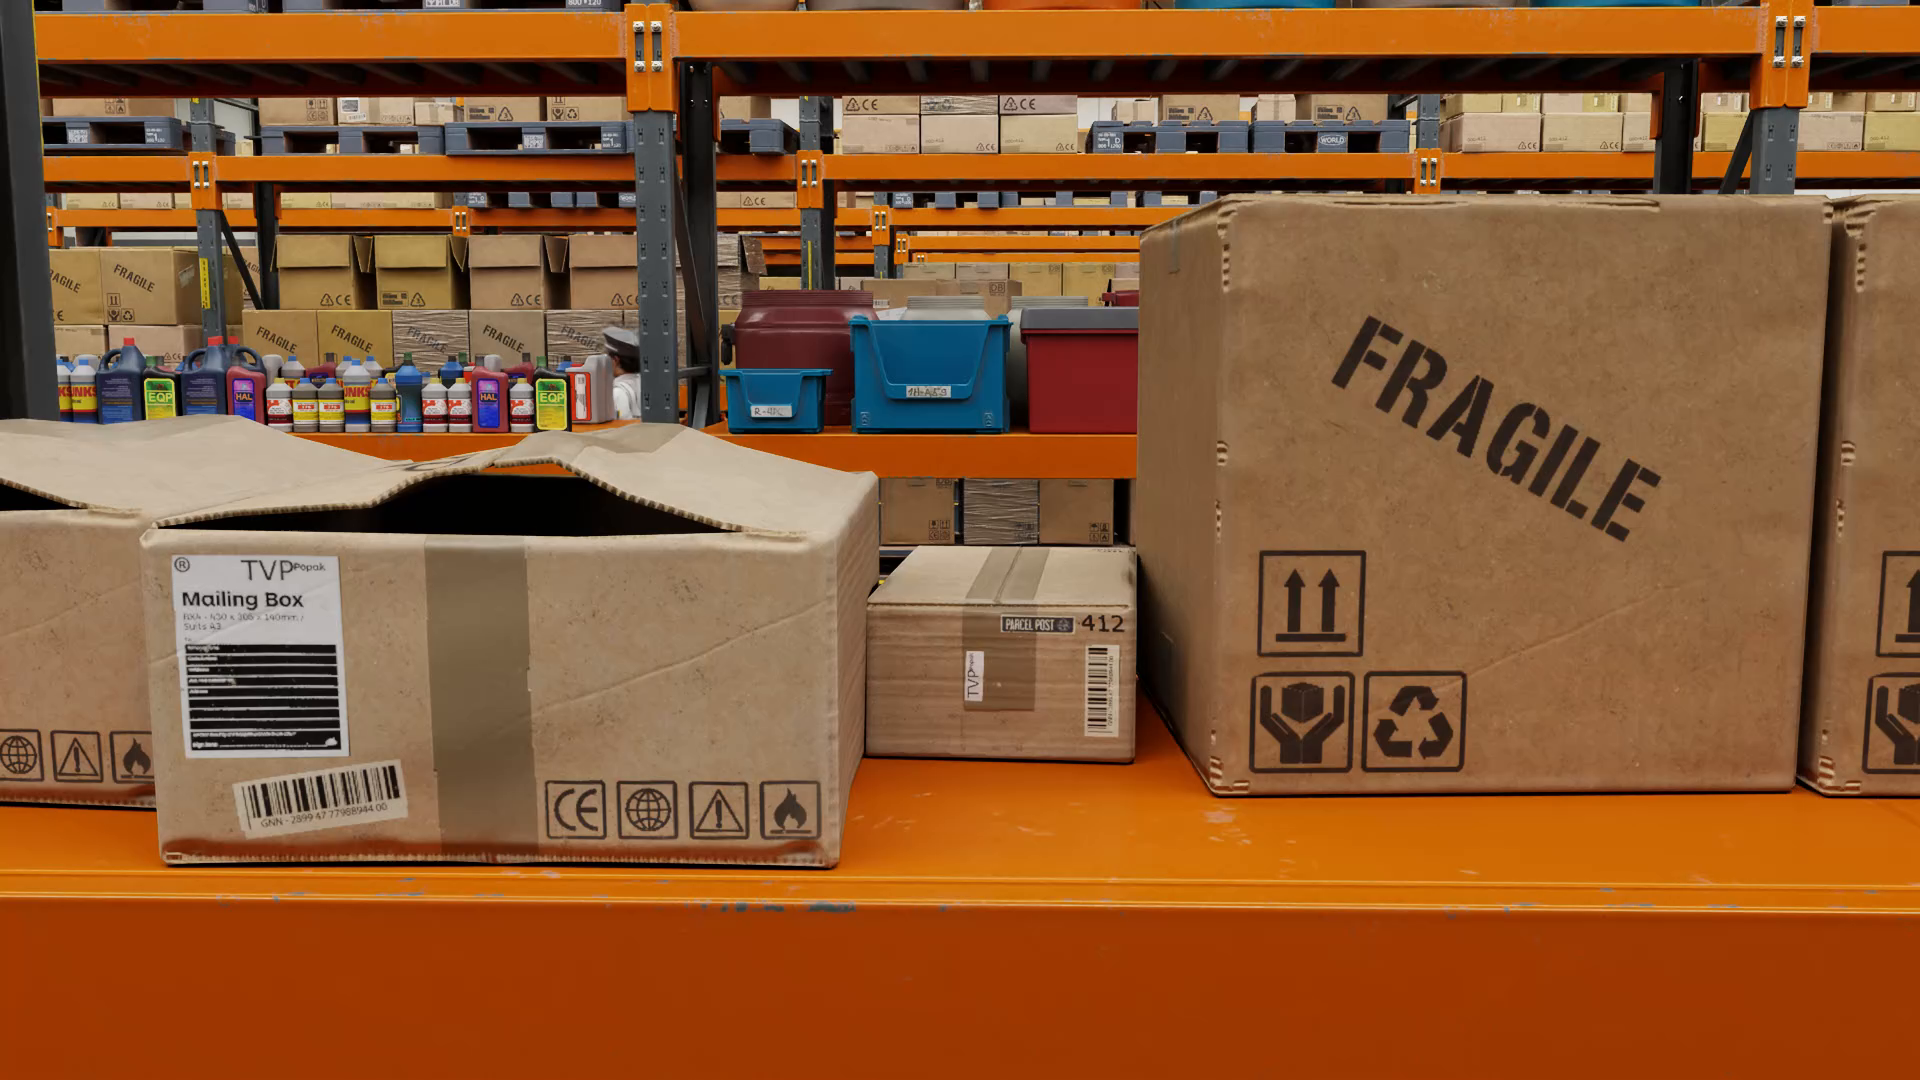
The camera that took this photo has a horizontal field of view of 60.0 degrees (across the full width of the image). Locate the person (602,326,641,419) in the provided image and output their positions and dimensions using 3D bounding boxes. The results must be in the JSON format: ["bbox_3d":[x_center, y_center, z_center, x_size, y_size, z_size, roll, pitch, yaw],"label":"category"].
[{"bbox_3d":[-1.709,-0.230,8.589,0.621,1.735,0.554,3,8,21],"label":"person"}]
